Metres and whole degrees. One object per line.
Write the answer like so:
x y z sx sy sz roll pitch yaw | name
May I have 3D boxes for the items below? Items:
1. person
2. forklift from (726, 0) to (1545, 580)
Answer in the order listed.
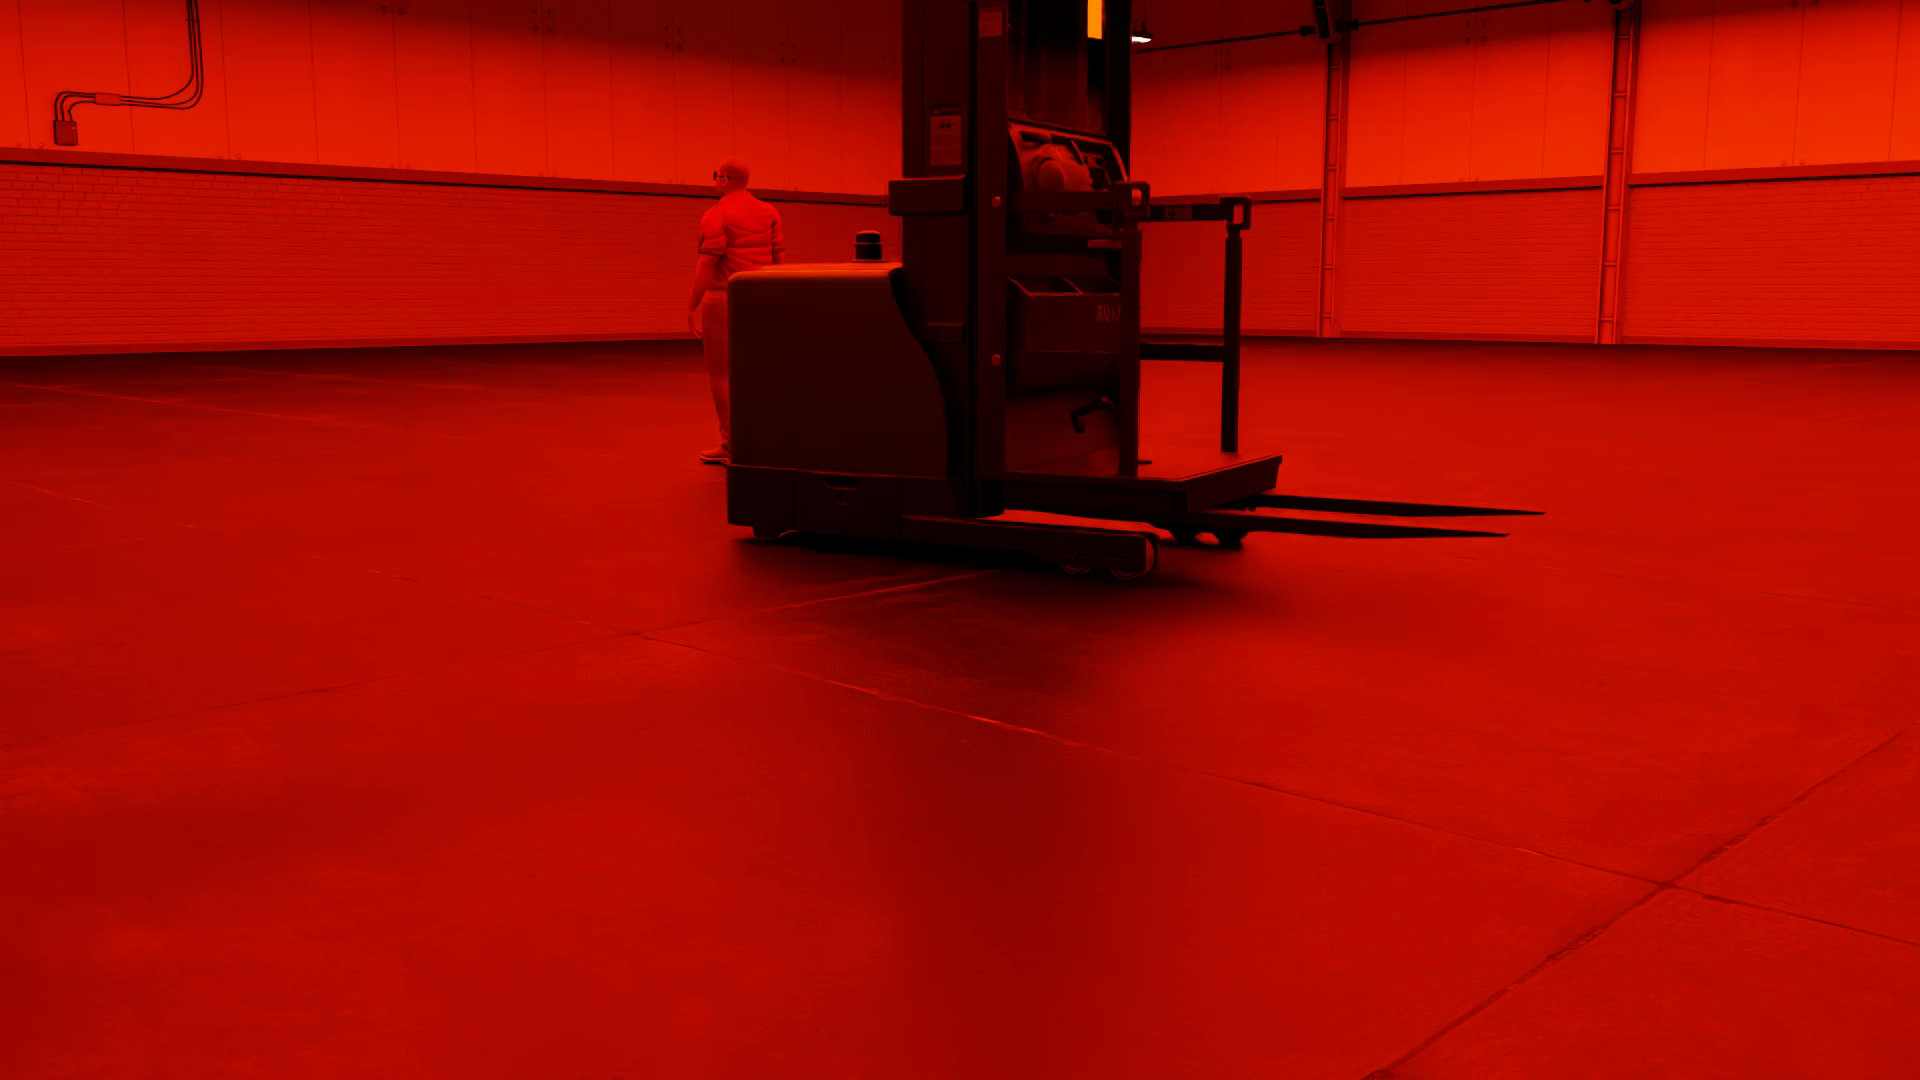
-1.343 -1.314 9.584 0.550 1.728 0.641 8 12 44 | person
0.597 -1.400 6.171 3.031 2.935 1.130 5 10 29 | forklift
